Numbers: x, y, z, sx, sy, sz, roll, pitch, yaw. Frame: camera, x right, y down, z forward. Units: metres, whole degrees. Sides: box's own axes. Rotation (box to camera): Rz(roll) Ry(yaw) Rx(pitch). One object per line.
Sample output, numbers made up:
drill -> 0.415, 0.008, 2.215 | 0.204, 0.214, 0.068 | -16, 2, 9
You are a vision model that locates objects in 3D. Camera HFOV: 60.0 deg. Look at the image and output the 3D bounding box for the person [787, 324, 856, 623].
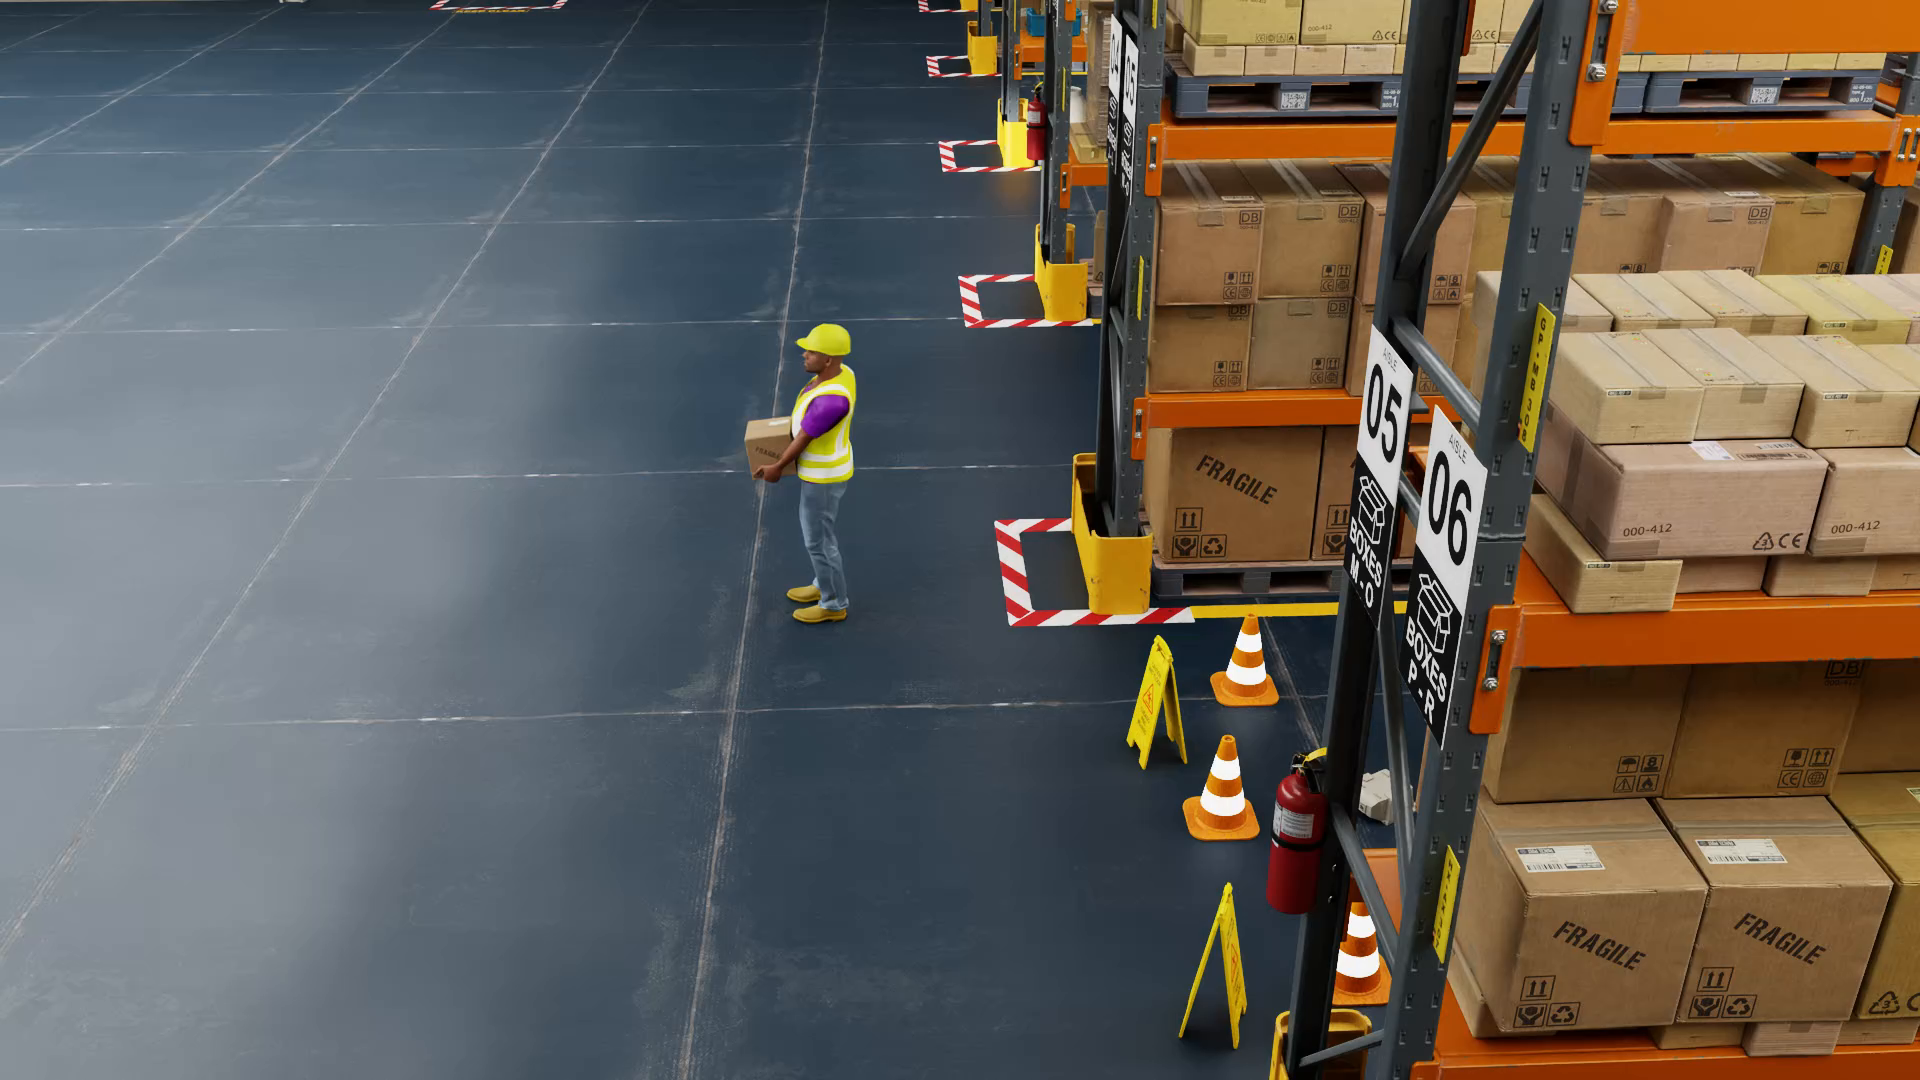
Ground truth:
person -> -0.796, -0.376, 9.326 | 0.445, 1.758, 0.504 | -1, 27, -2
